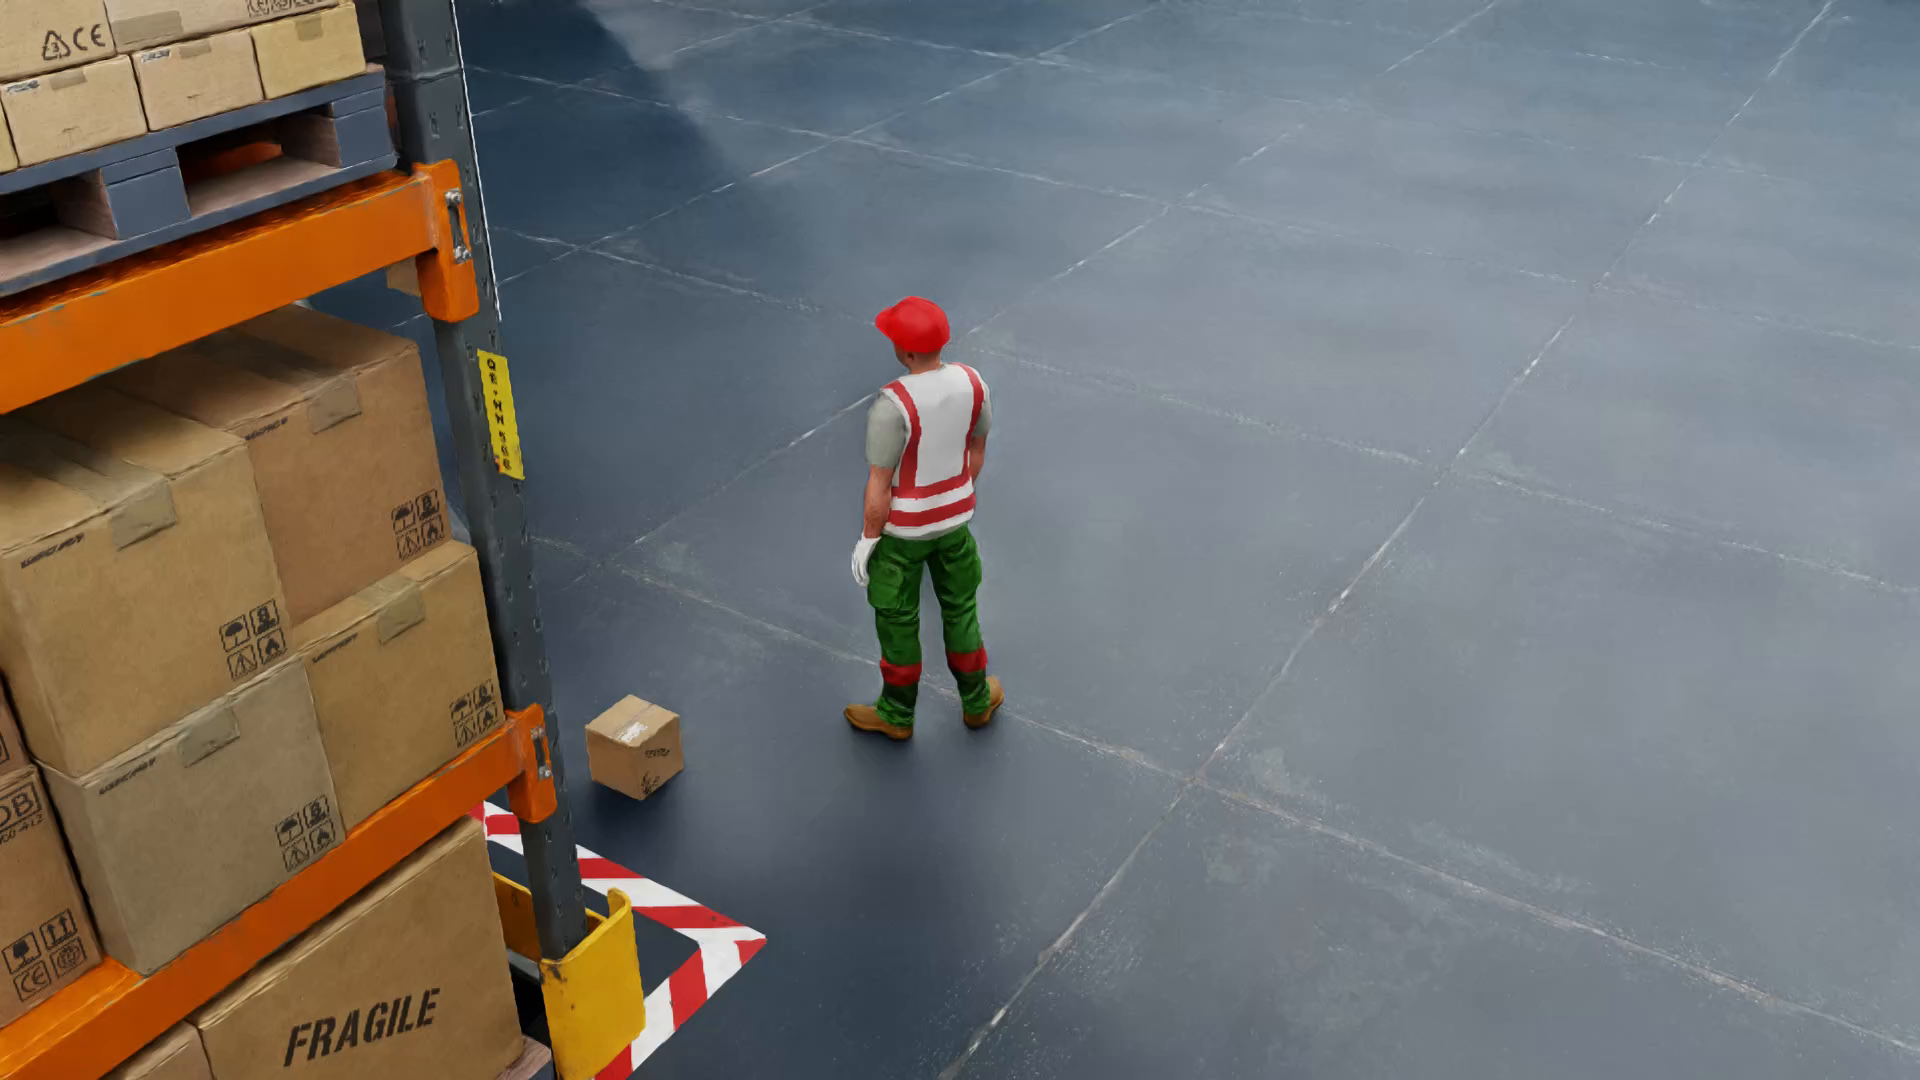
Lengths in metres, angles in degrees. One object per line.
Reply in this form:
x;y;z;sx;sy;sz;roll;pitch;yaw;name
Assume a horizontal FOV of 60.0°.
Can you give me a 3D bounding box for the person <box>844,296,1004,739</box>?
-0.130;-0.074;6.196;0.677;1.797;0.411;-18;35;-28;person
